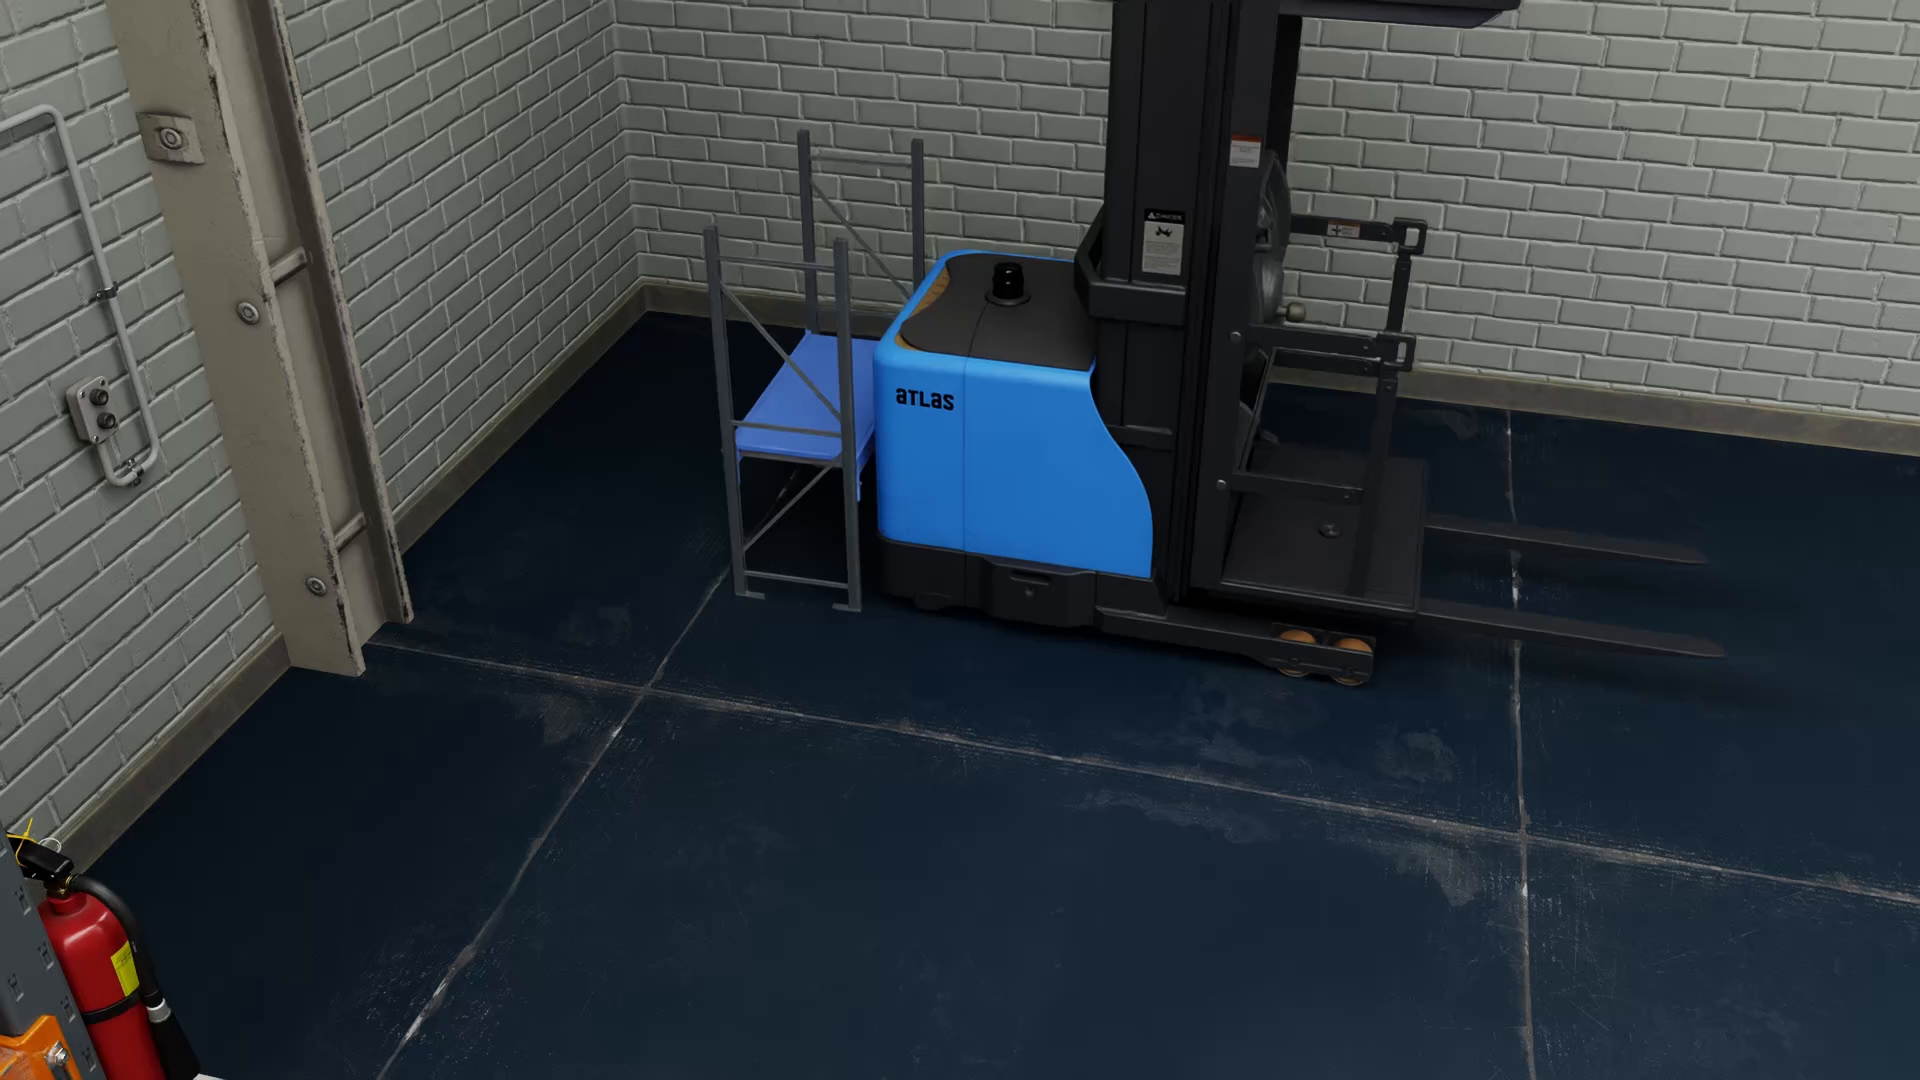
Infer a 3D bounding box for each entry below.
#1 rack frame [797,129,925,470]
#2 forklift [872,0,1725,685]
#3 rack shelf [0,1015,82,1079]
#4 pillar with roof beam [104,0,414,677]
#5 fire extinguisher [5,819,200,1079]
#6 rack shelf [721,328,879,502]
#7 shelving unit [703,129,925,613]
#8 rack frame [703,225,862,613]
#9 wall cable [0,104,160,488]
[{"bbox_3d":[-0.386,-0.926,6.808,0.500,1.500,0.032,7,33,11],"label":"rack frame"},{"bbox_3d":[1.252,-1.036,5.647,3.031,2.935,1.130,8,33,13],"label":"forklift"},{"bbox_3d":[-2.618,1.963,1.536,1.077,0.370,4.000,8,33,12],"label":"rack shelf"},{"bbox_3d":[1.902,-2.843,2.834,9.100,9.000,0.400,8,33,12],"label":"pillar with roof beam"},{"bbox_3d":[-1.626,0.796,3.121,0.296,0.674,0.183,8,33,12],"label":"fire extinguisher"},{"bbox_3d":[-0.503,-0.509,6.487,0.538,0.185,1.000,7,33,11],"label":"rack shelf"},{"bbox_3d":[-0.503,-0.661,6.391,0.538,1.500,1.048,7,33,11],"label":"shelving unit"},{"bbox_3d":[-0.620,-0.395,5.974,0.500,1.500,0.032,7,33,11],"label":"rack frame"},{"bbox_3d":[-2.701,-0.600,3.951,0.084,1.984,1.851,8,33,12],"label":"wall cable"}]
